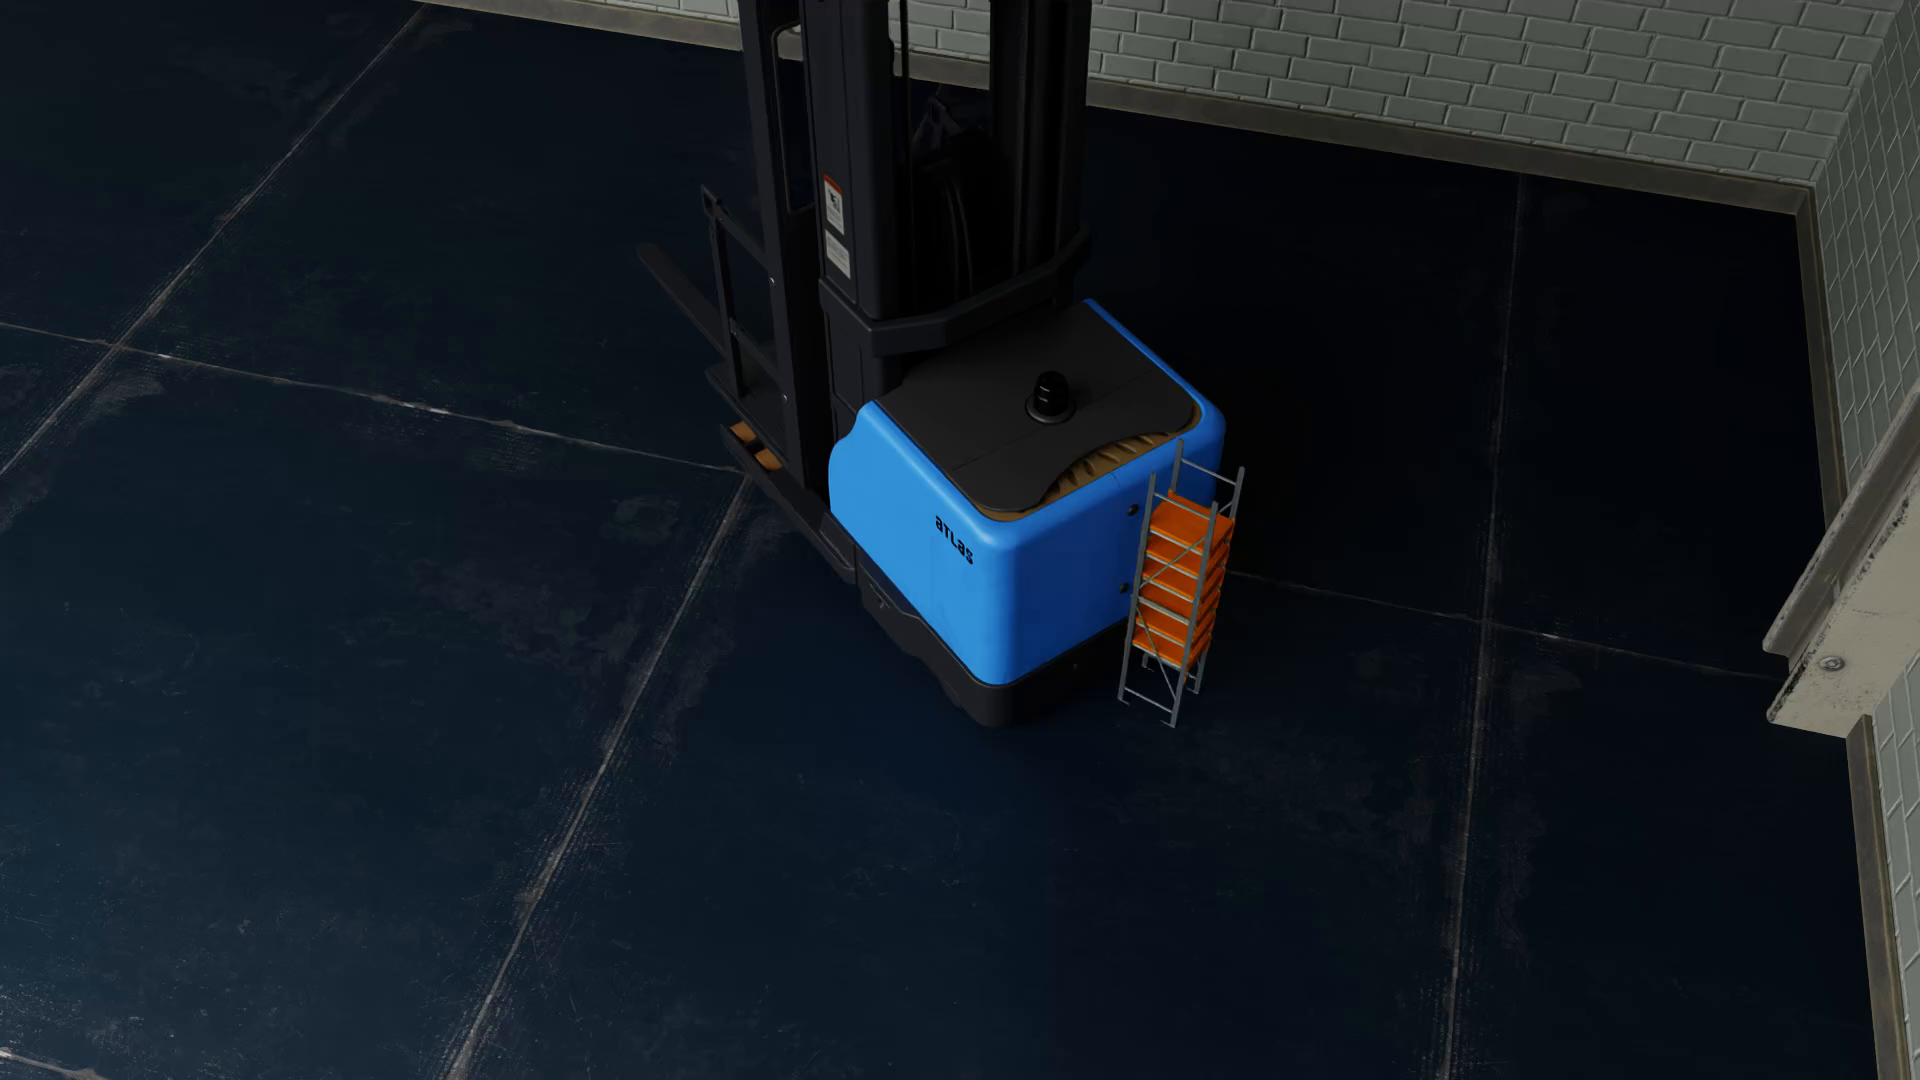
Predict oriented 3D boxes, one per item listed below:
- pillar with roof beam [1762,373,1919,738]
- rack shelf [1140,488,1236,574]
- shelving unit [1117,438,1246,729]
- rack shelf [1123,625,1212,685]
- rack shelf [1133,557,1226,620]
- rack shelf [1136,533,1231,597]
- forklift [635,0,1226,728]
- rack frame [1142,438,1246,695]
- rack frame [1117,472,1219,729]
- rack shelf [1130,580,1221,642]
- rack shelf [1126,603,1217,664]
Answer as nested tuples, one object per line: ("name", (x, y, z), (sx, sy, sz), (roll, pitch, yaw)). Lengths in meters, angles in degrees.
("pillar with roof beam", (-0.999, -3.275, 3.557), (9.100, 9.000, 0.400), (12, 50, 10))
("rack shelf", (0.749, -0.030, 5.471), (0.258, 0.103, 0.180), (27, 53, 21))
("shelving unit", (0.744, 0.180, 5.706), (0.258, 1.200, 0.189), (27, 53, 21))
("rack shelf", (0.739, 0.369, 5.918), (0.258, 0.103, 0.180), (27, 53, 21))
("rack shelf", (0.745, 0.130, 5.650), (0.258, 0.103, 0.180), (27, 53, 21))
("rack shelf", (0.747, 0.050, 5.560), (0.258, 0.103, 0.180), (27, 53, 21))
("forklift", (-0.334, -1.370, 5.924), (1.130, 2.935, 3.031), (-28, 54, -22))
("rack frame", (0.794, 0.123, 5.758), (0.240, 1.200, 0.006), (27, 53, 21))
("rack frame", (0.693, 0.236, 5.654), (0.240, 1.200, 0.006), (27, 53, 21))
("rack shelf", (0.743, 0.209, 5.739), (0.258, 0.103, 0.180), (27, 53, 21))
("rack shelf", (0.741, 0.289, 5.828), (0.258, 0.103, 0.180), (27, 53, 21))
